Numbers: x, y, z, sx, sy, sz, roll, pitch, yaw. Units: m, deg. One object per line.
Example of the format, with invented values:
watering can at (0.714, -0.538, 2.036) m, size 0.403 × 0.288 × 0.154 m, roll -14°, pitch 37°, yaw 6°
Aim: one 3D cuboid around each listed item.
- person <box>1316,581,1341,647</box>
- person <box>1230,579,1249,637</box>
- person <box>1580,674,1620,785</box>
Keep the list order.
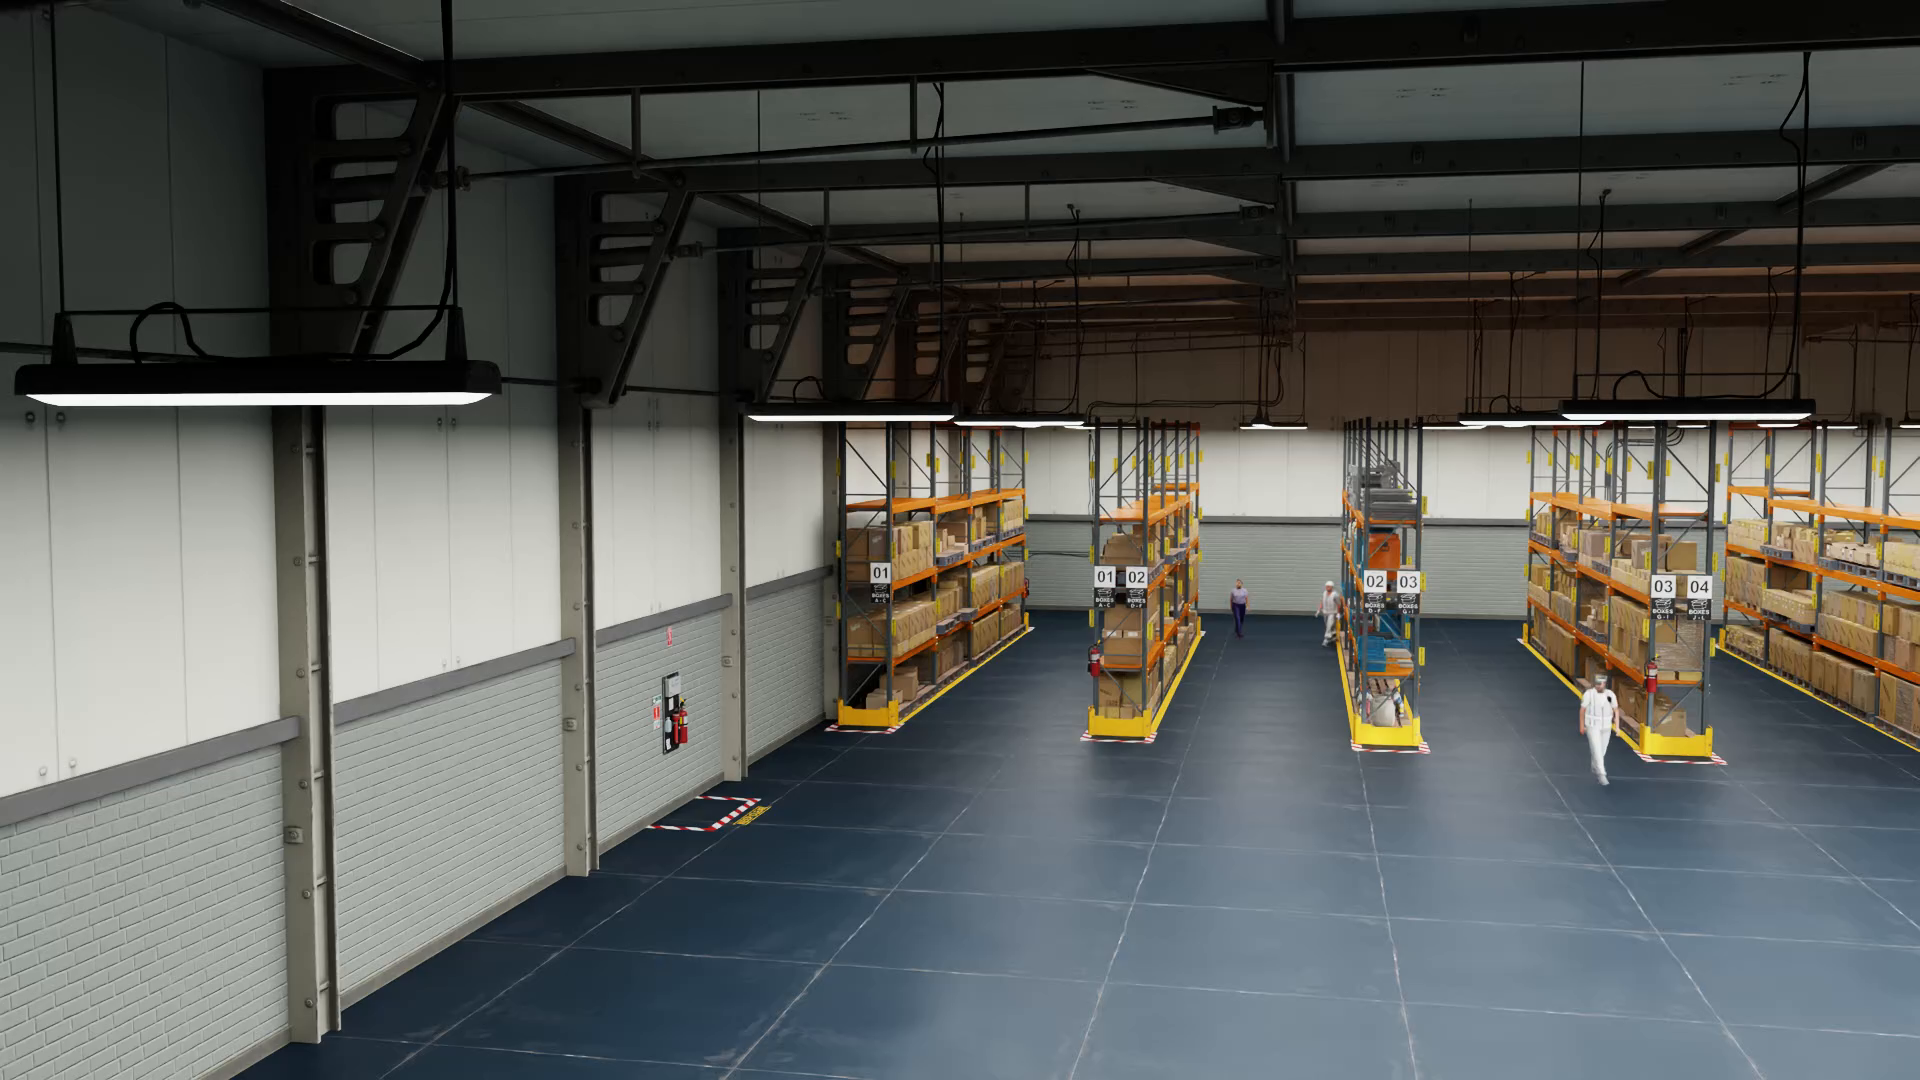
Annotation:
person at (9.856, 1.959, 44.400) m, size 0.598 × 1.728 × 1.136 m, roll 3°, pitch 5°, yaw 42°
person at (7.839, 1.890, 46.573) m, size 0.463 × 1.590 × 1.032 m, roll -1°, pitch 4°, yaw -9°
person at (10.538, 3.072, 27.351) m, size 0.563 × 1.742 × 0.890 m, roll 0°, pitch 4°, yaw 0°
